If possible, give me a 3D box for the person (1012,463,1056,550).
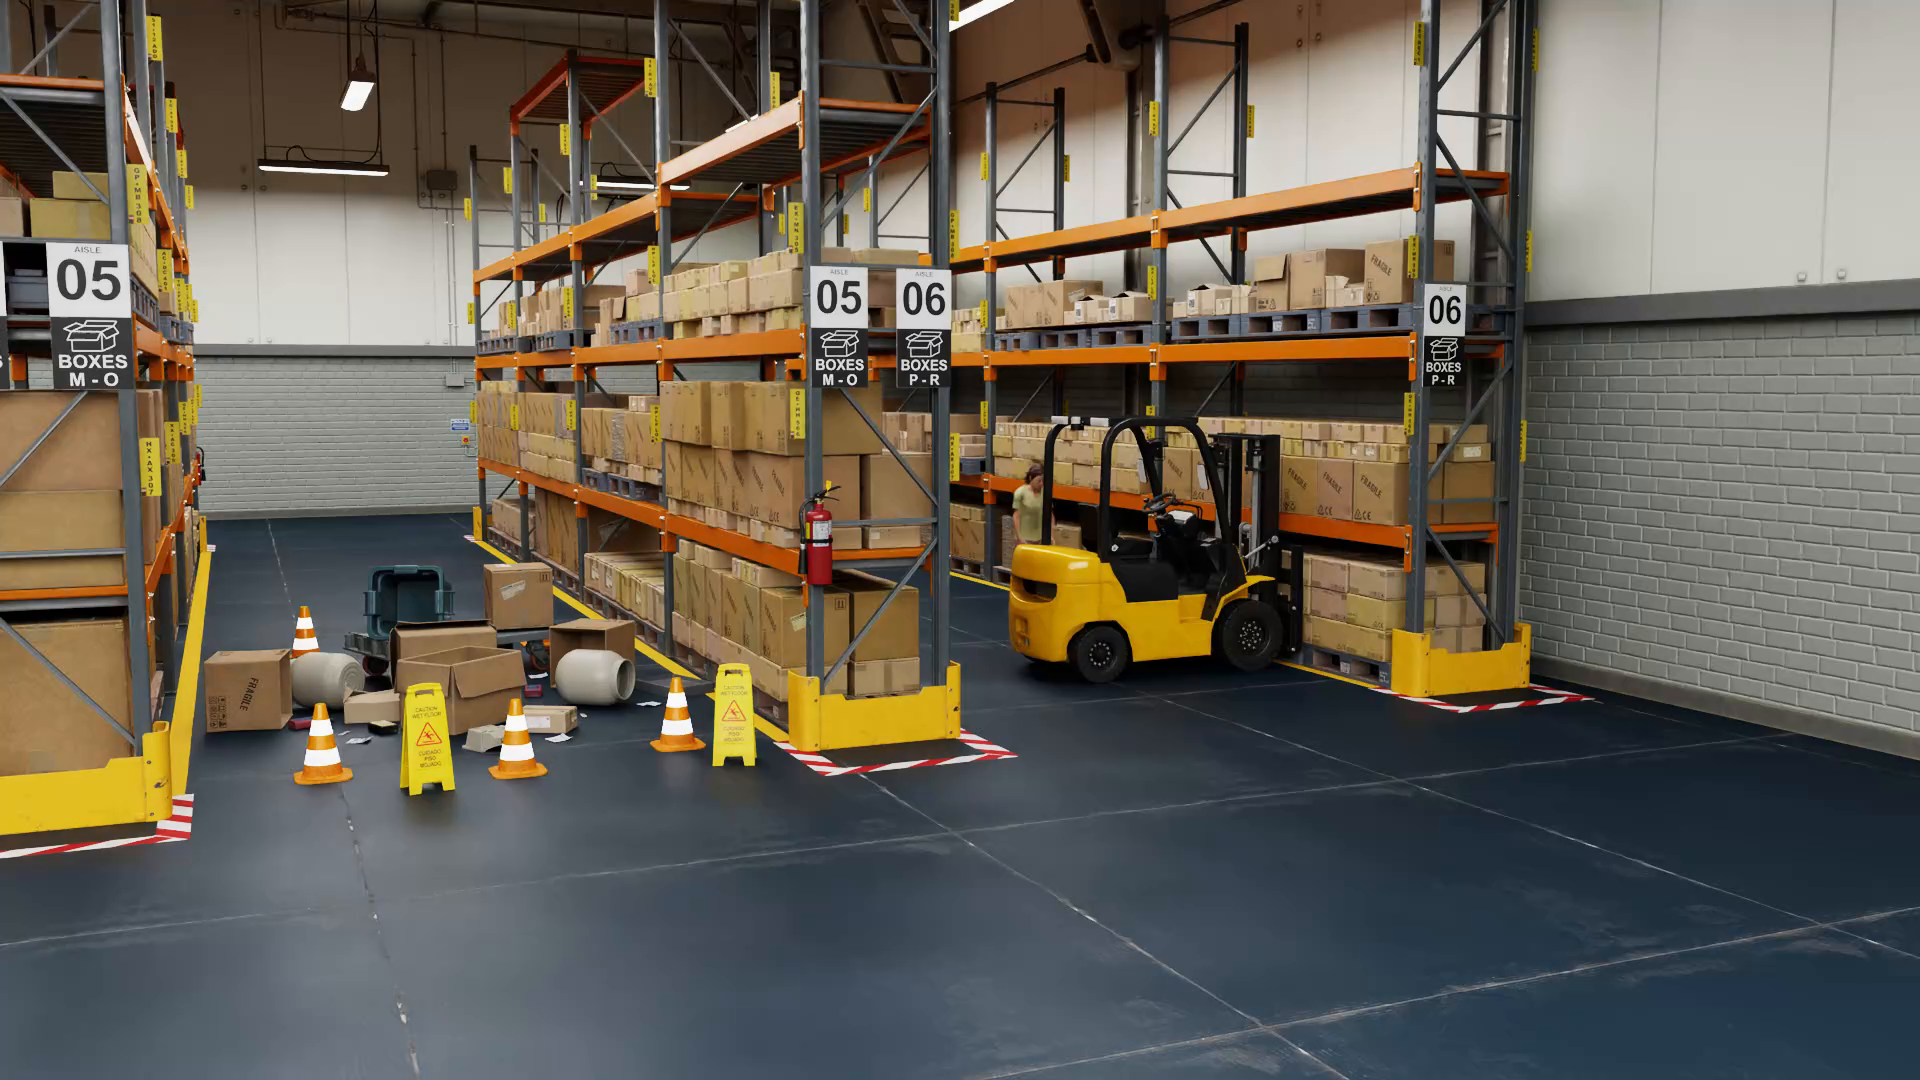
[{"bbox_3d":[0.764,0.022,17.058,0.470,1.625,0.385,-2,6,-22],"label":"person"}]
